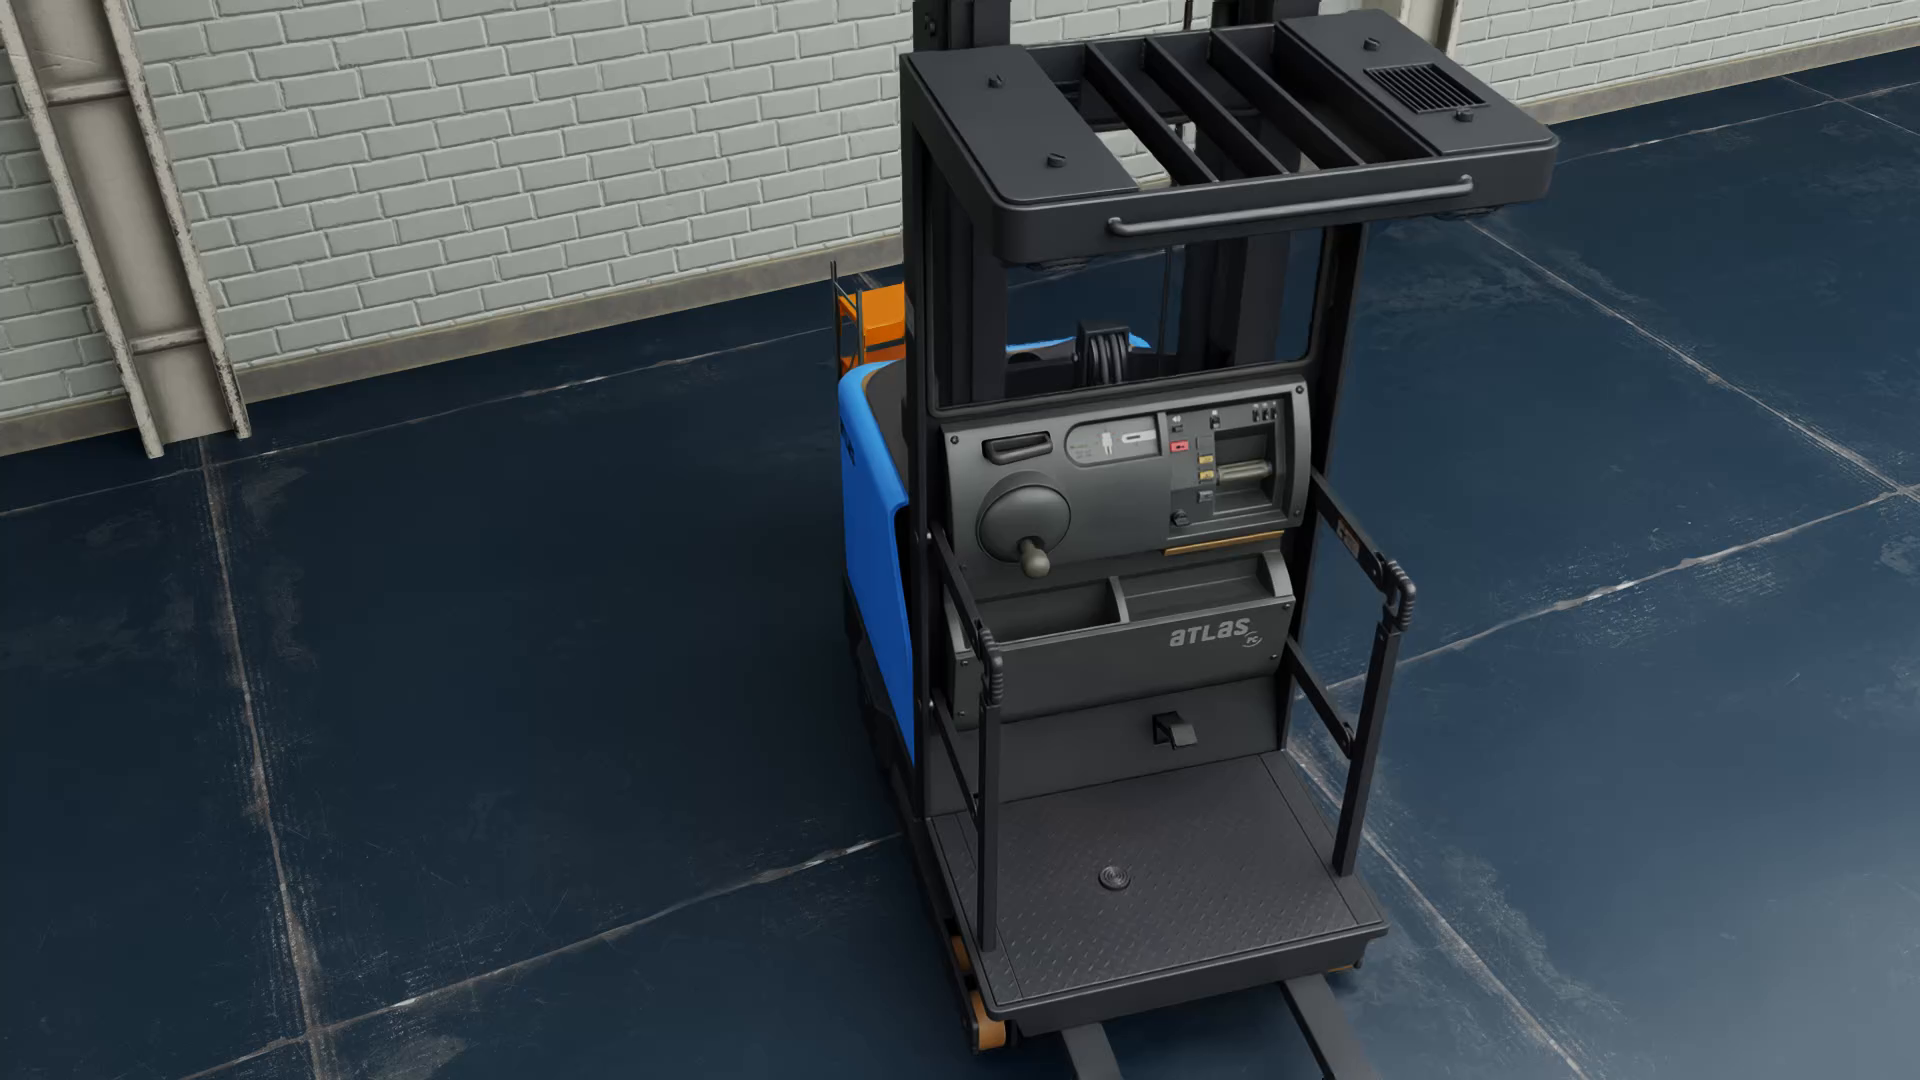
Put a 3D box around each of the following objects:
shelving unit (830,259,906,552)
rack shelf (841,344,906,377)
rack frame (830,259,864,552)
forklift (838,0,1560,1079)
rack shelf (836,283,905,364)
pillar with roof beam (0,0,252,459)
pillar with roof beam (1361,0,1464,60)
[{"bbox_3d":[-0.150,-0.440,5.836,0.503,1.200,0.258,-16,39,-20],"label":"shelving unit"},{"bbox_3d":[-0.150,-0.566,5.743,0.480,0.148,0.258,-16,39,-20],"label":"rack shelf"},{"bbox_3d":[-0.371,-0.378,5.753,0.015,1.200,0.240,-16,39,-20],"label":"rack frame"},{"bbox_3d":[0.476,-0.083,3.902,1.130,2.935,3.031,-9,38,-12],"label":"forklift"},{"bbox_3d":[-0.150,-0.756,5.602,0.480,0.148,0.258,-16,39,-20],"label":"rack shelf"},{"bbox_3d":[-1.321,-1.752,1.058,0.400,9.000,9.100,-16,39,-20],"label":"pillar with roof beam"},{"bbox_3d":[4.110,-3.271,3.106,0.400,9.000,9.100,-16,39,-20],"label":"pillar with roof beam"}]
